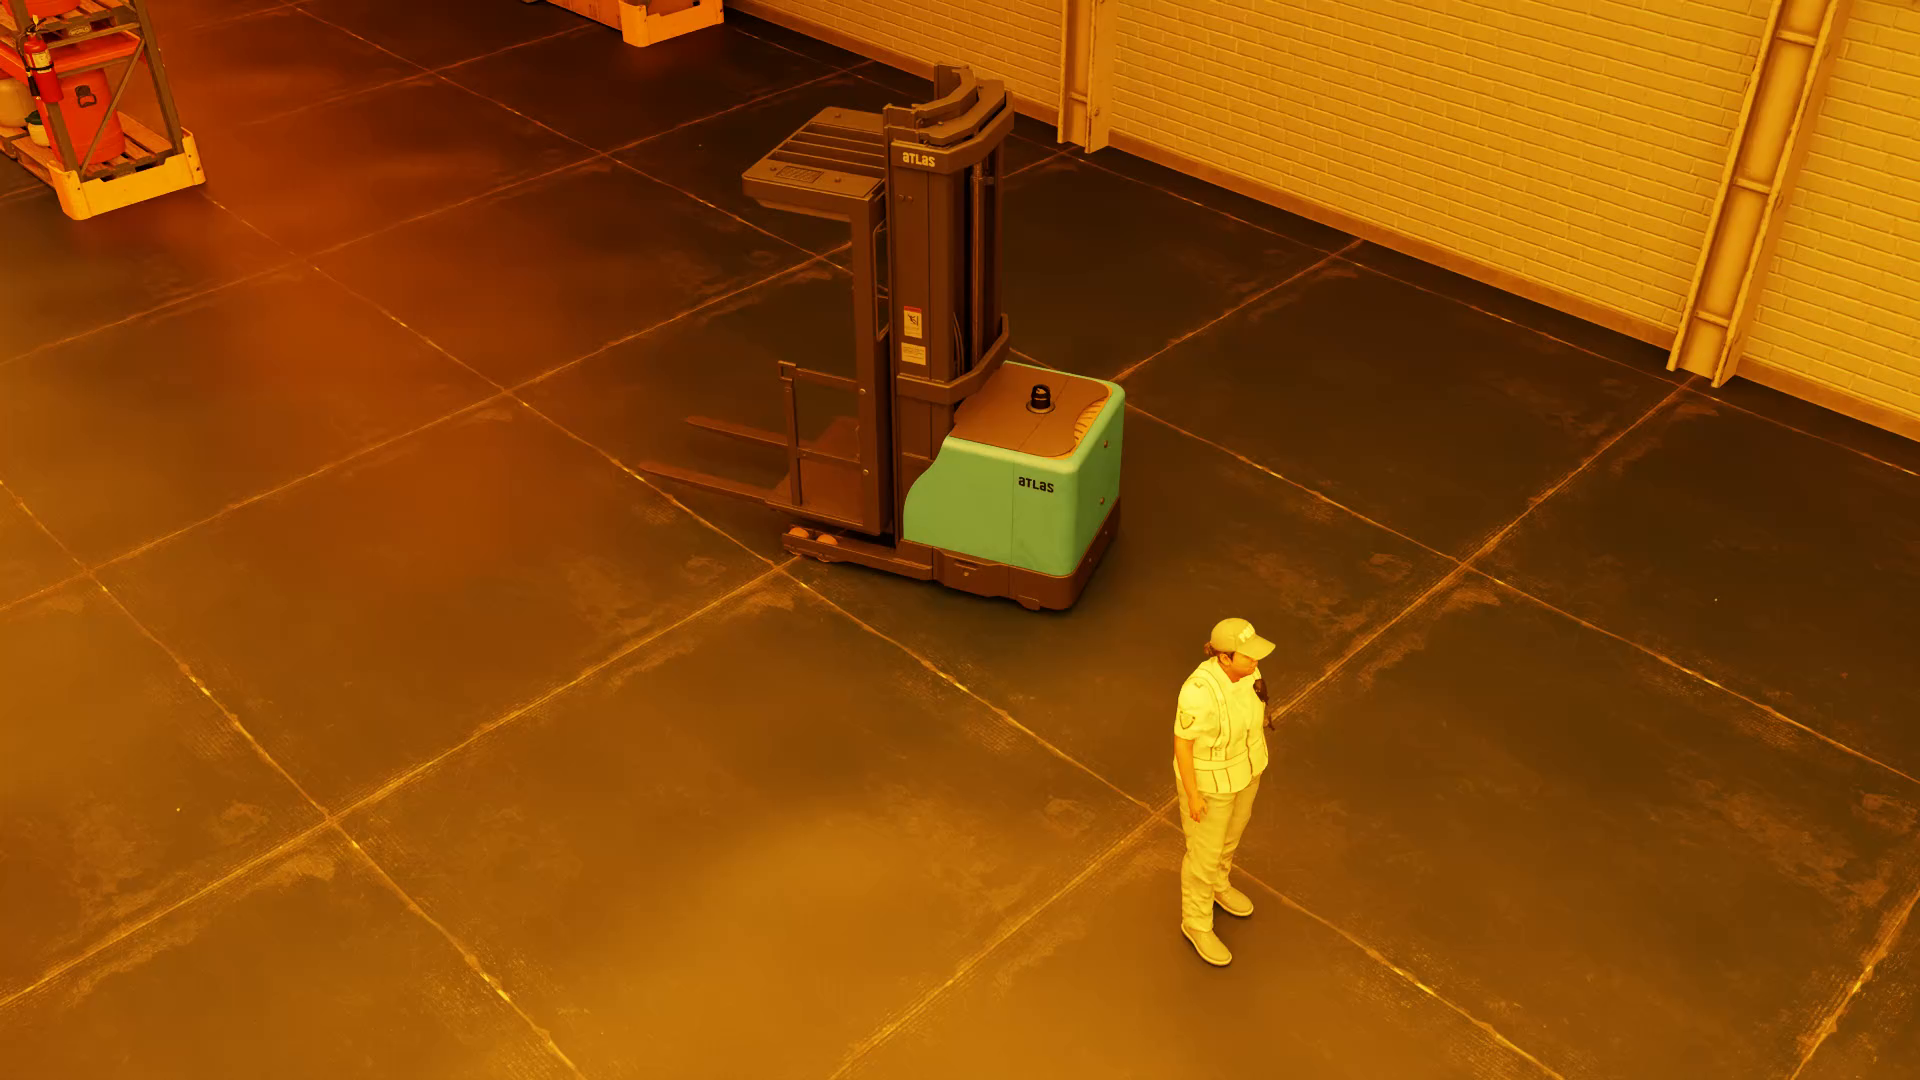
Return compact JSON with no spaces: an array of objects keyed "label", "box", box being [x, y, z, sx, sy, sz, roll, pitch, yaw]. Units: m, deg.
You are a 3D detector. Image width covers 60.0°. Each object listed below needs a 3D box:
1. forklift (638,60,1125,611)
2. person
[{"label":"forklift","box":[-0.563,-1.320,9.822,3.031,2.935,1.130,14,38,18]},{"label":"person","box":[1.236,1.102,7.565,0.529,1.670,0.598,30,46,35]}]
